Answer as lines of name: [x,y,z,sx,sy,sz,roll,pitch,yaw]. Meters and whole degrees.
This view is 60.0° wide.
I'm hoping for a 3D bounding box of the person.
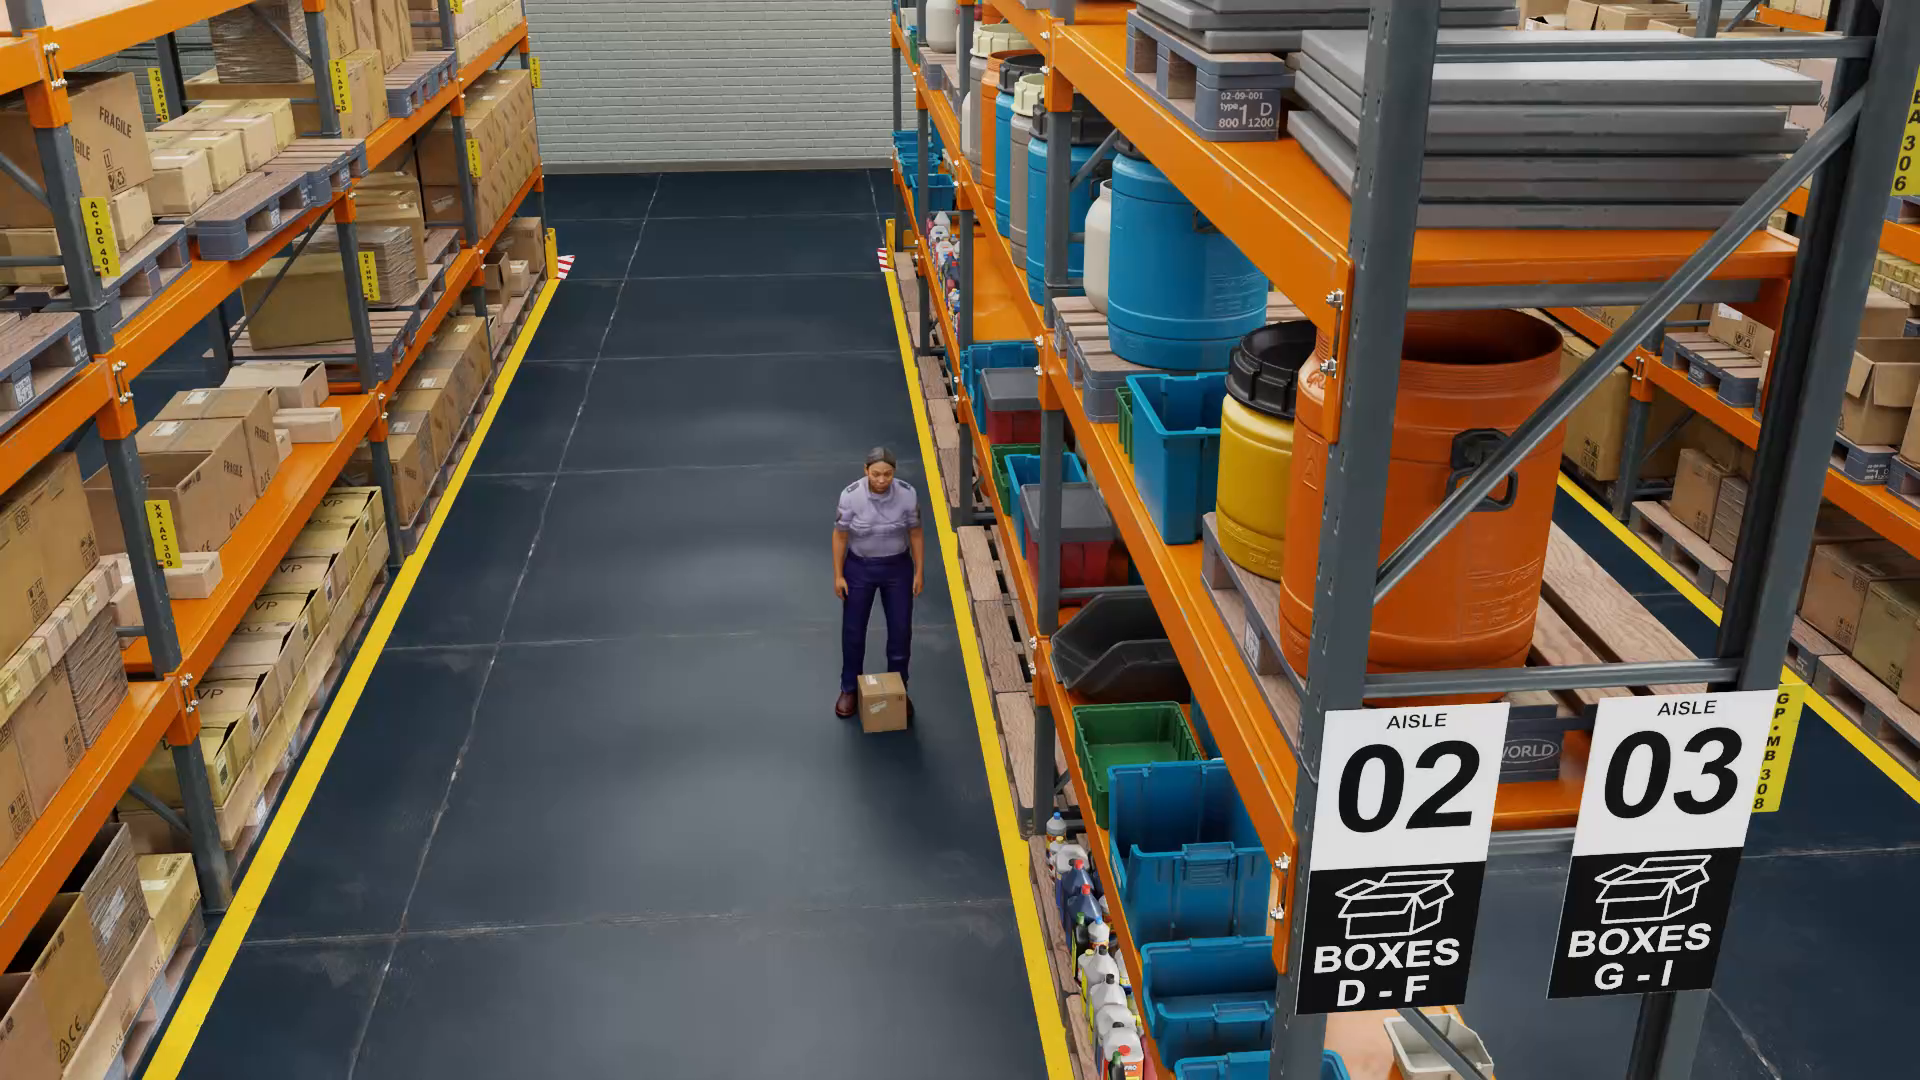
person: [-0.475,0.221,9.612,0.551,1.651,0.415,-3,24,-6]
